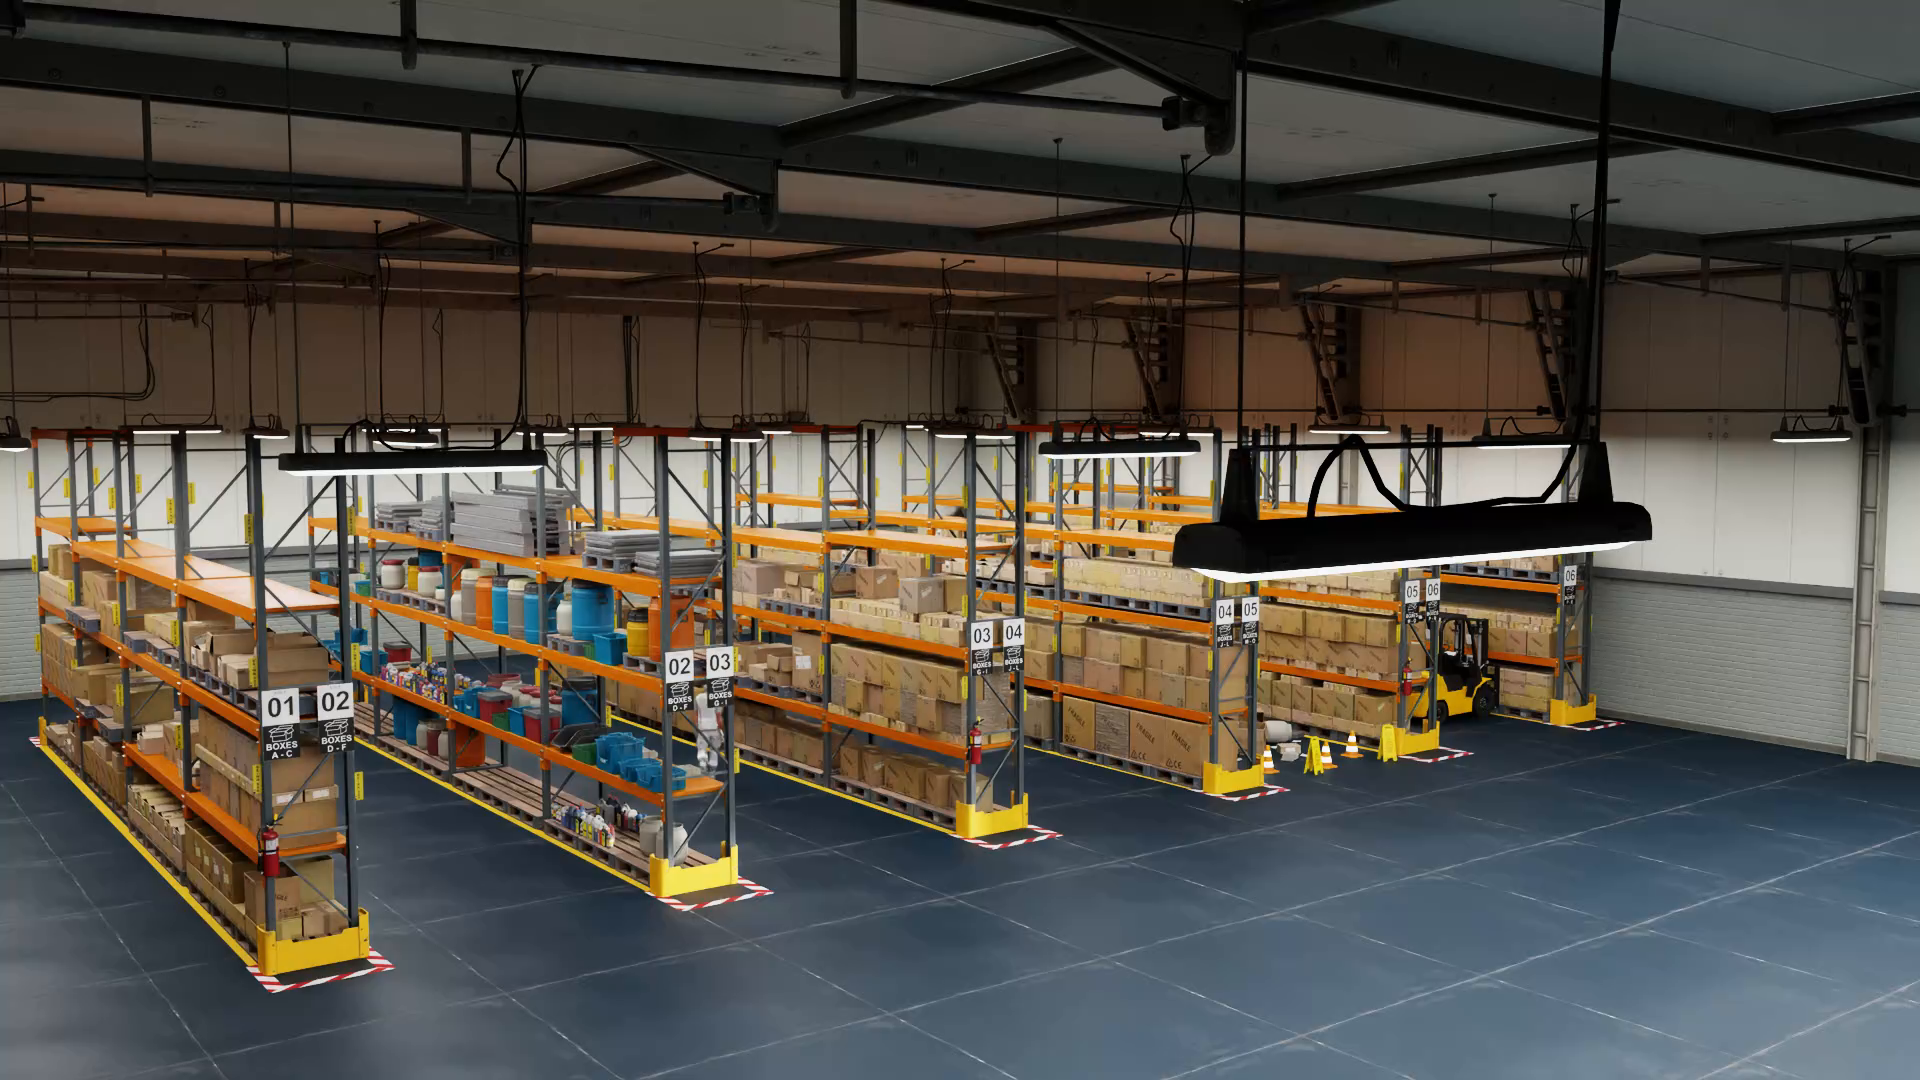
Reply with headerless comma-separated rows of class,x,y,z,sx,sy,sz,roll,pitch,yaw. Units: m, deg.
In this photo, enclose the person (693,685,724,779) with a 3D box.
person,-4.267,3.222,28.177,0.523,1.780,0.724,0,4,-2
